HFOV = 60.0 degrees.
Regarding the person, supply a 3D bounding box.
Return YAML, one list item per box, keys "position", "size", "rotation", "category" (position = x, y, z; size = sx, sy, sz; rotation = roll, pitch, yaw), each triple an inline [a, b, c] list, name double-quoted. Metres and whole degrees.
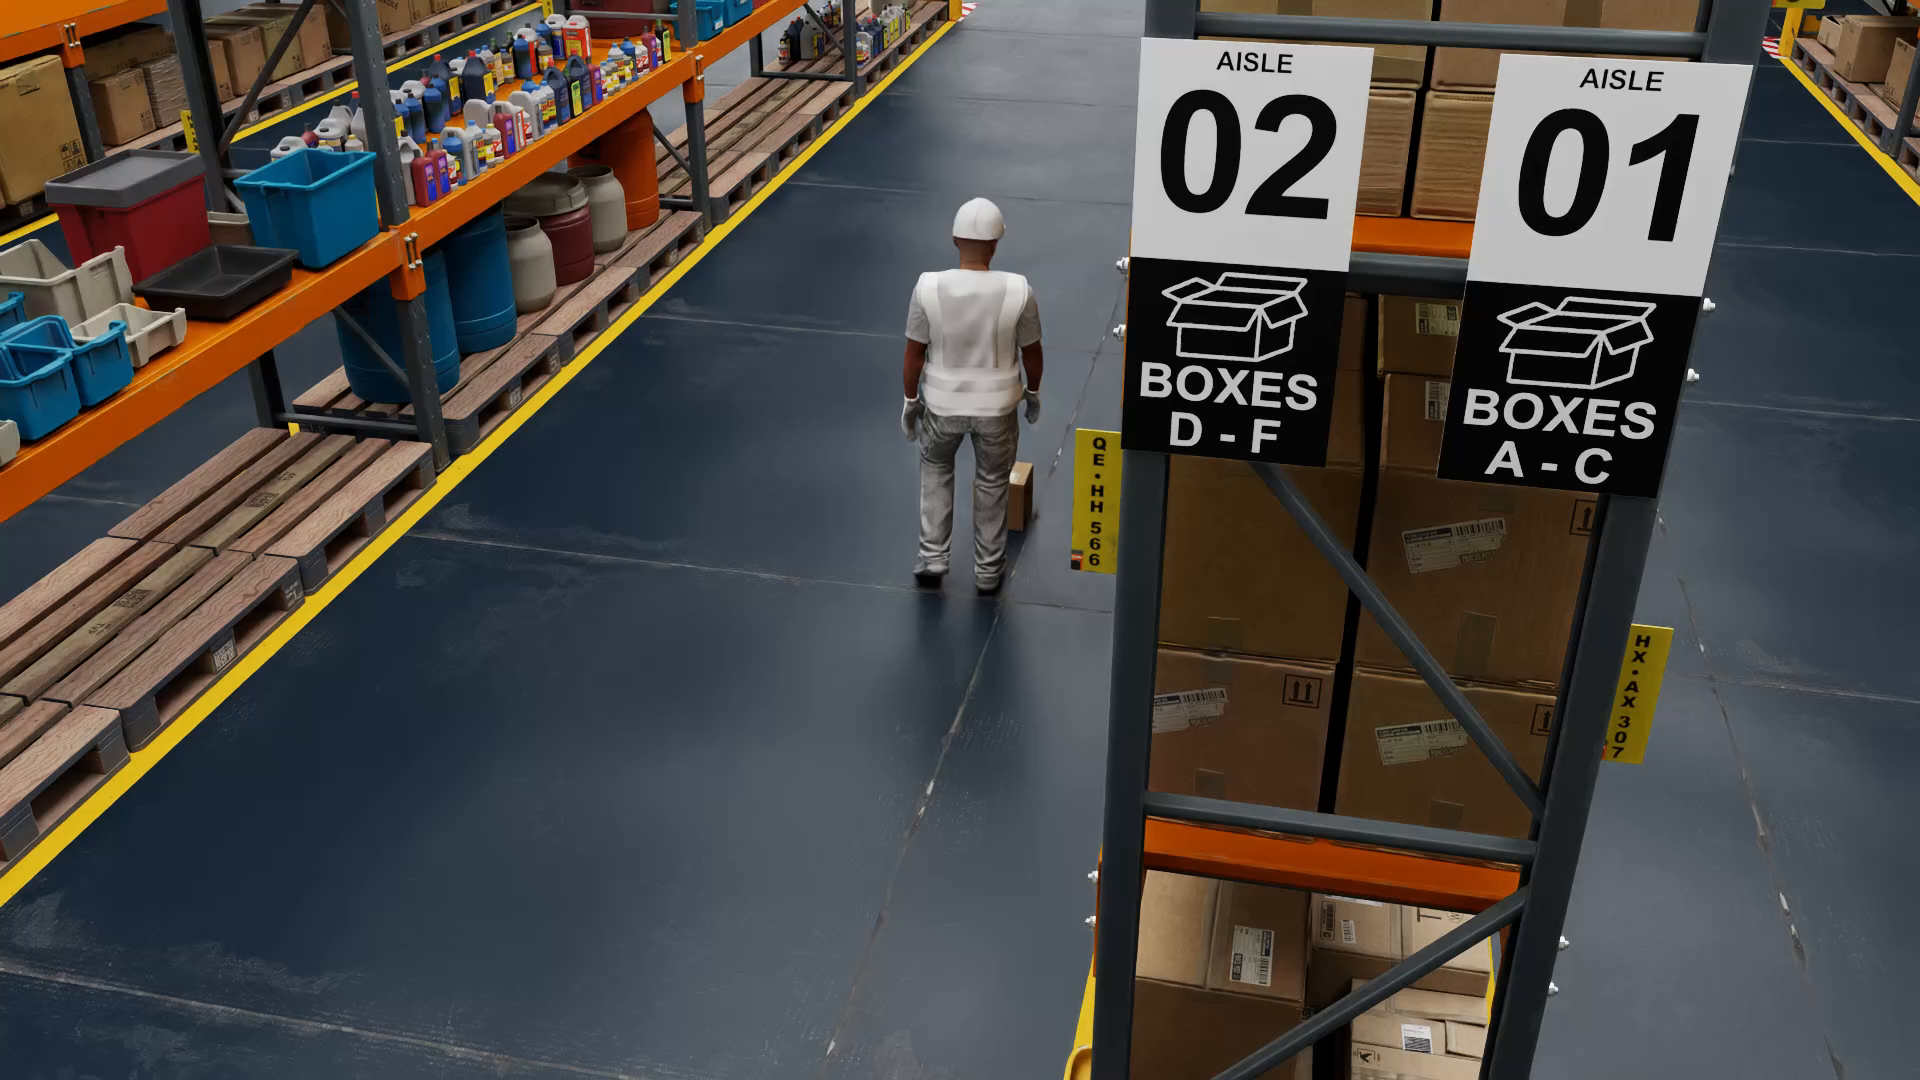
- position: [0.054, -0.584, 7.171]
  size: [0.601, 1.829, 0.408]
  rotation: [2, 29, 3]
  category: "person"
